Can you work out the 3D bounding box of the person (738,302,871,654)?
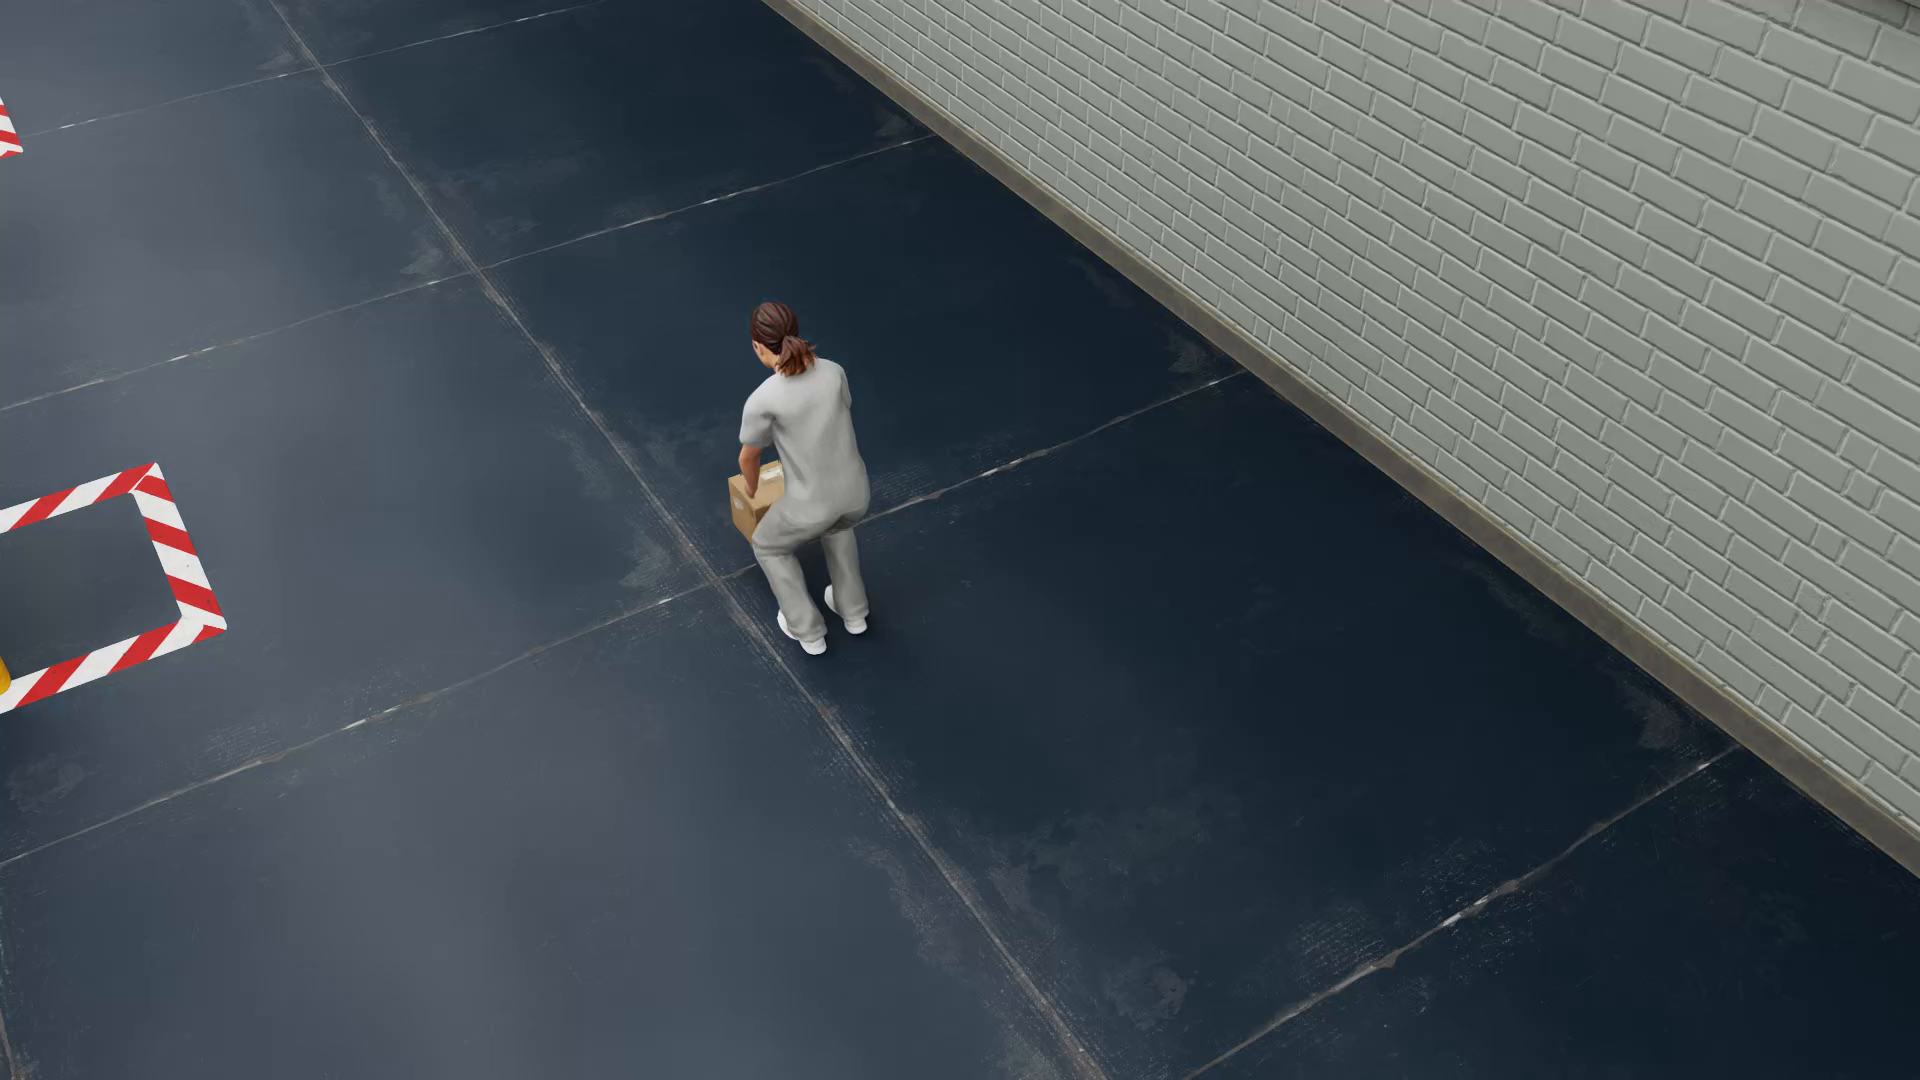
[{"bbox_3d":[-0.612,-0.210,6.530,0.483,1.515,0.532,-22,46,-23],"label":"person"}]
